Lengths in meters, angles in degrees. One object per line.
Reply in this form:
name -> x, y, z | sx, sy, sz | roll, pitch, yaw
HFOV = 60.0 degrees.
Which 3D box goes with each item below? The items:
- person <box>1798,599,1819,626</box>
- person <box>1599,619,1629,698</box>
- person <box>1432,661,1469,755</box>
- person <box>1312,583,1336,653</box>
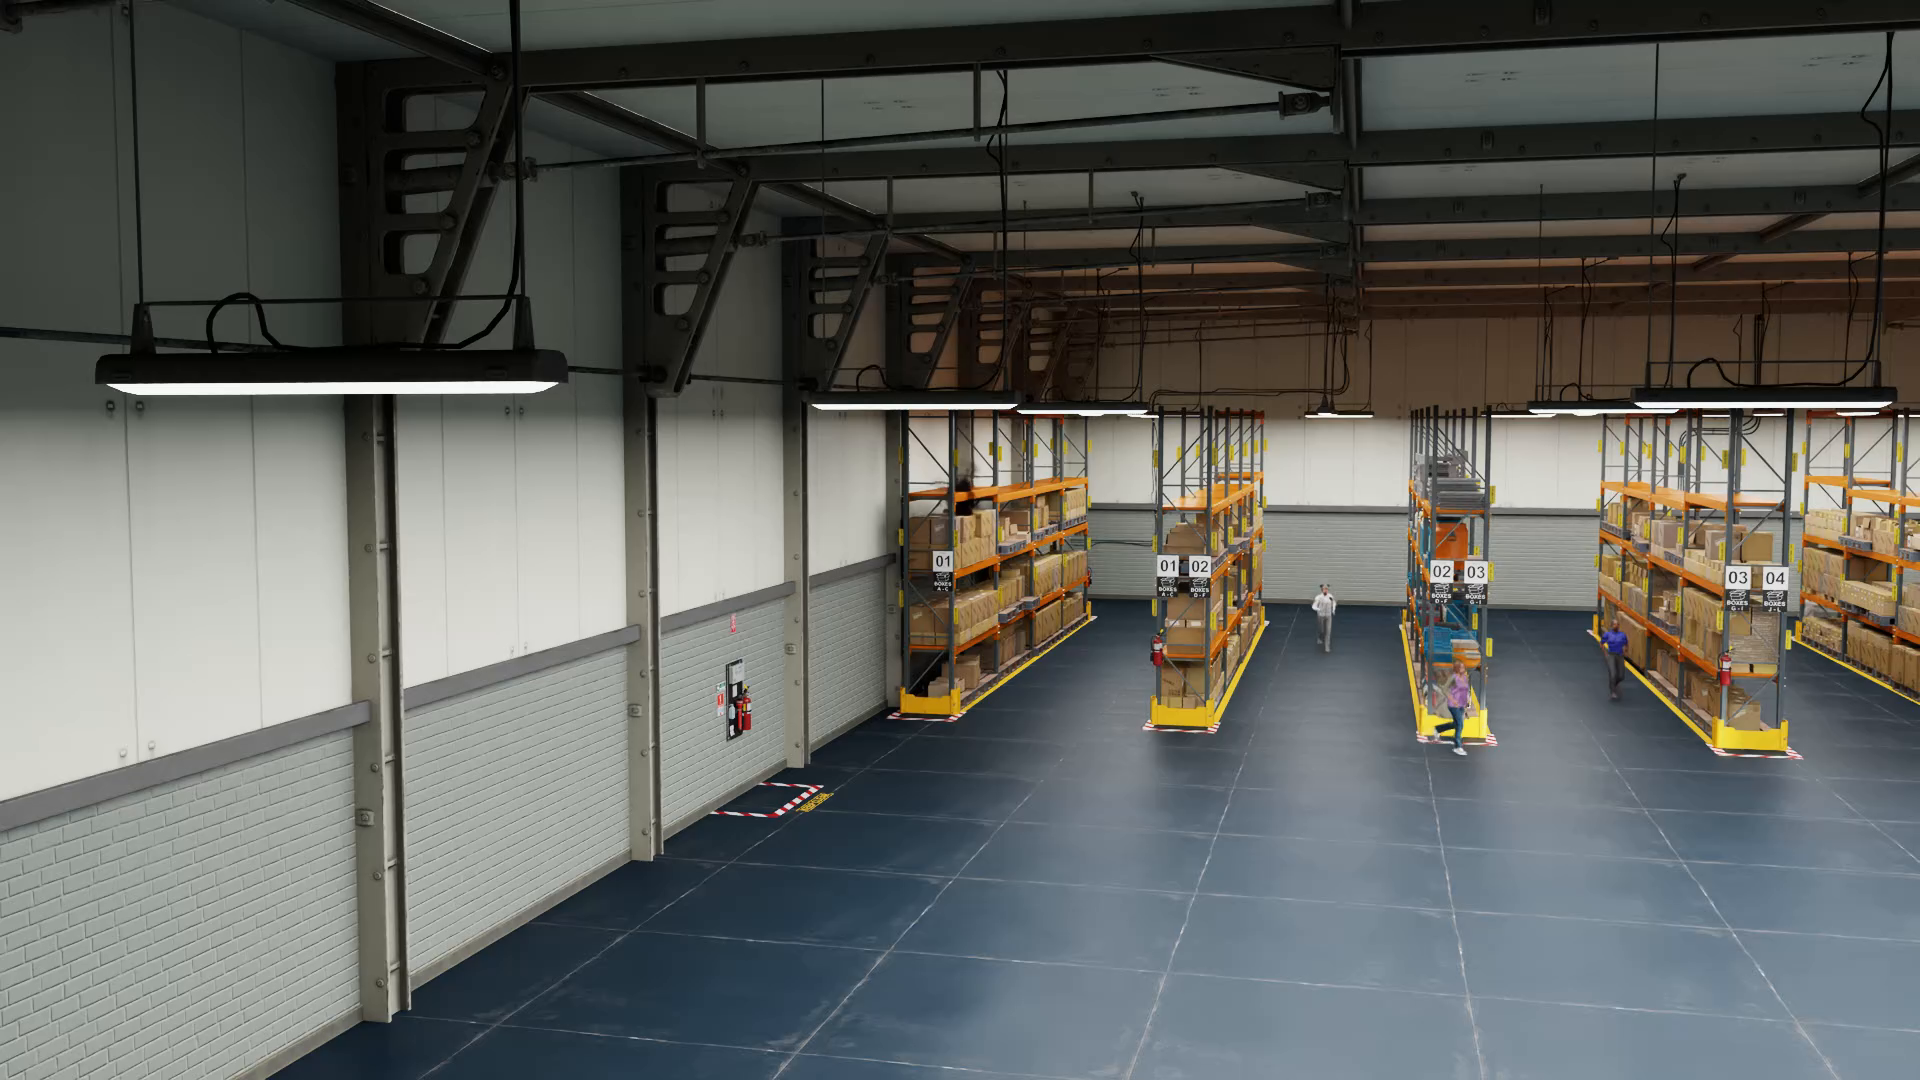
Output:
person -> 22.823, 1.696, 44.602 | 0.519, 1.707, 0.944 | 3, 5, 40
person -> 13.549, 2.451, 34.456 | 0.579, 1.597, 0.678 | 1, 4, 10
person -> 8.527, 2.873, 28.763 | 0.549, 1.598, 0.732 | -3, 5, -37
person -> 9.064, 1.907, 41.315 | 0.616, 1.682, 0.900 | 0, 4, 1
